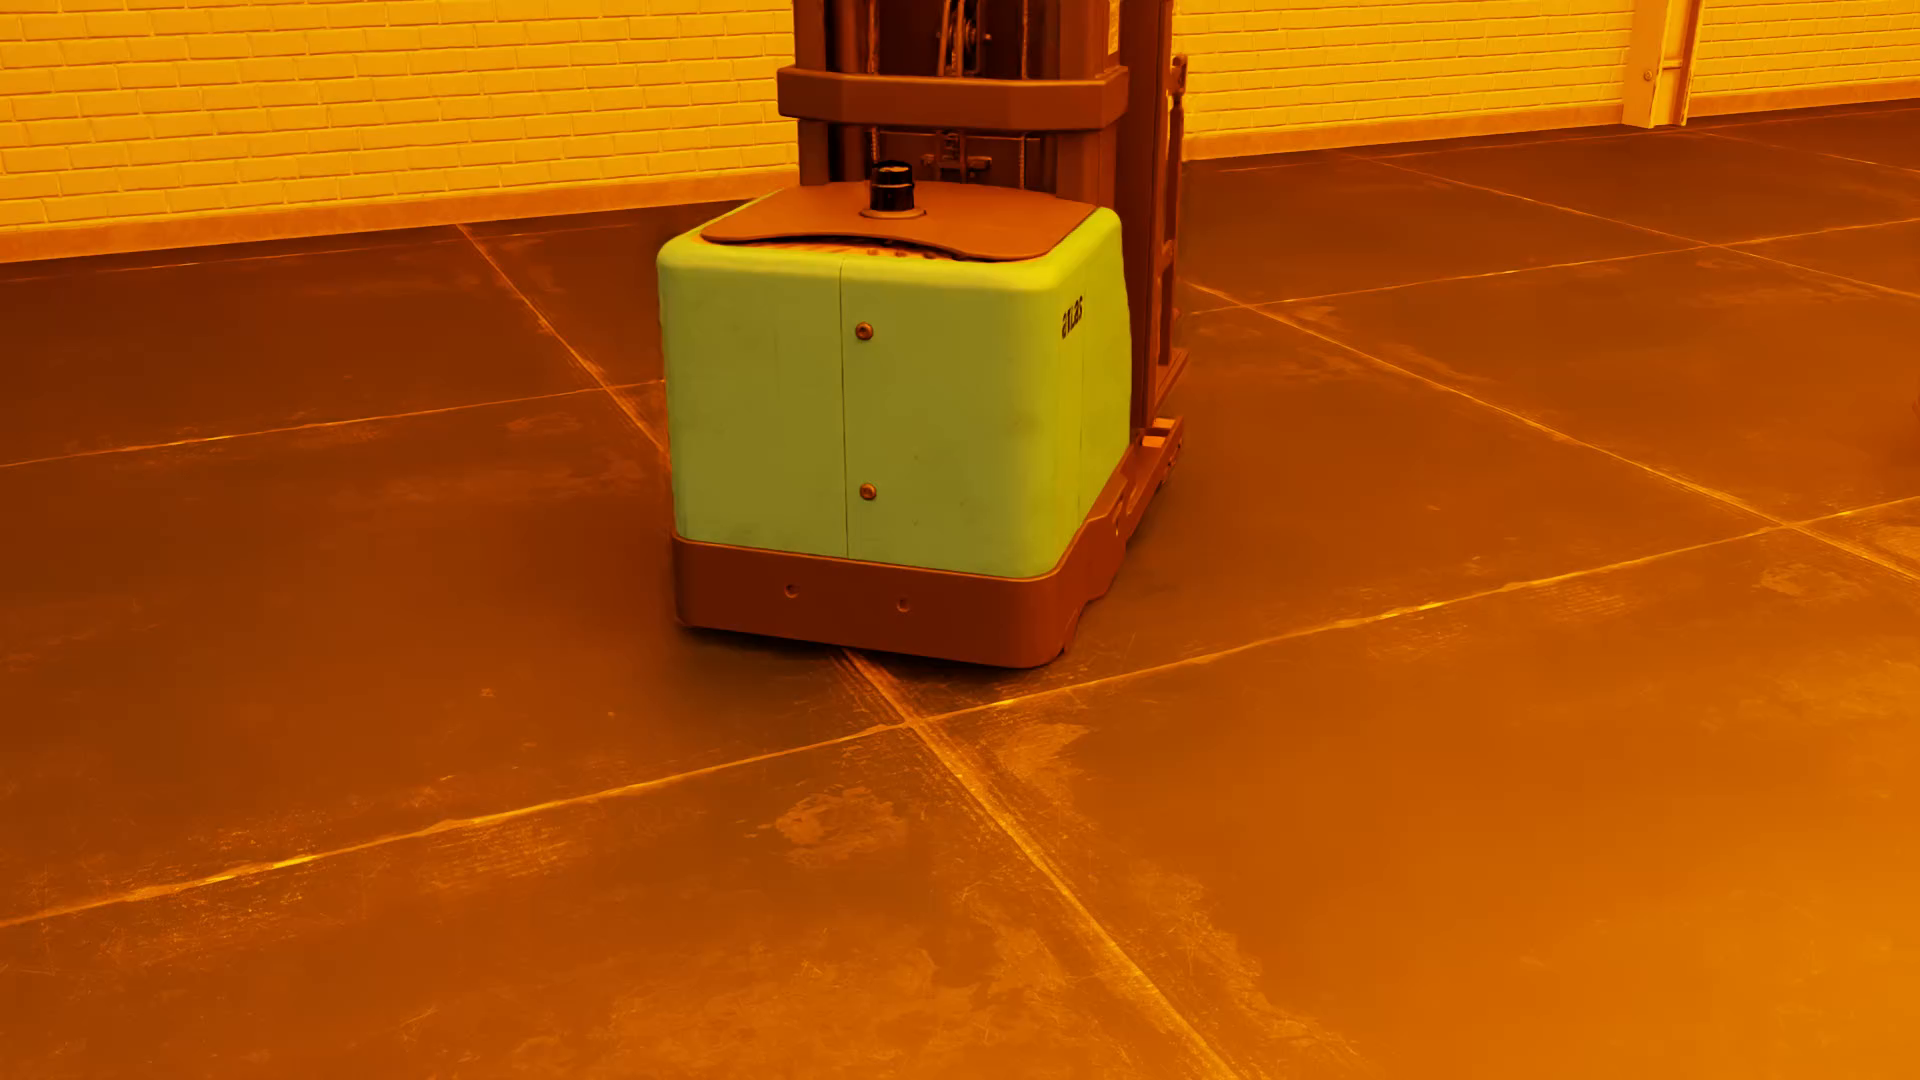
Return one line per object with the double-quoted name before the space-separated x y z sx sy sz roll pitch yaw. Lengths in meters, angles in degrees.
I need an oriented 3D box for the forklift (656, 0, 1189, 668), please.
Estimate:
"forklift" 0.142 -1.571 5.067 1.130 2.935 3.031 6 23 15
